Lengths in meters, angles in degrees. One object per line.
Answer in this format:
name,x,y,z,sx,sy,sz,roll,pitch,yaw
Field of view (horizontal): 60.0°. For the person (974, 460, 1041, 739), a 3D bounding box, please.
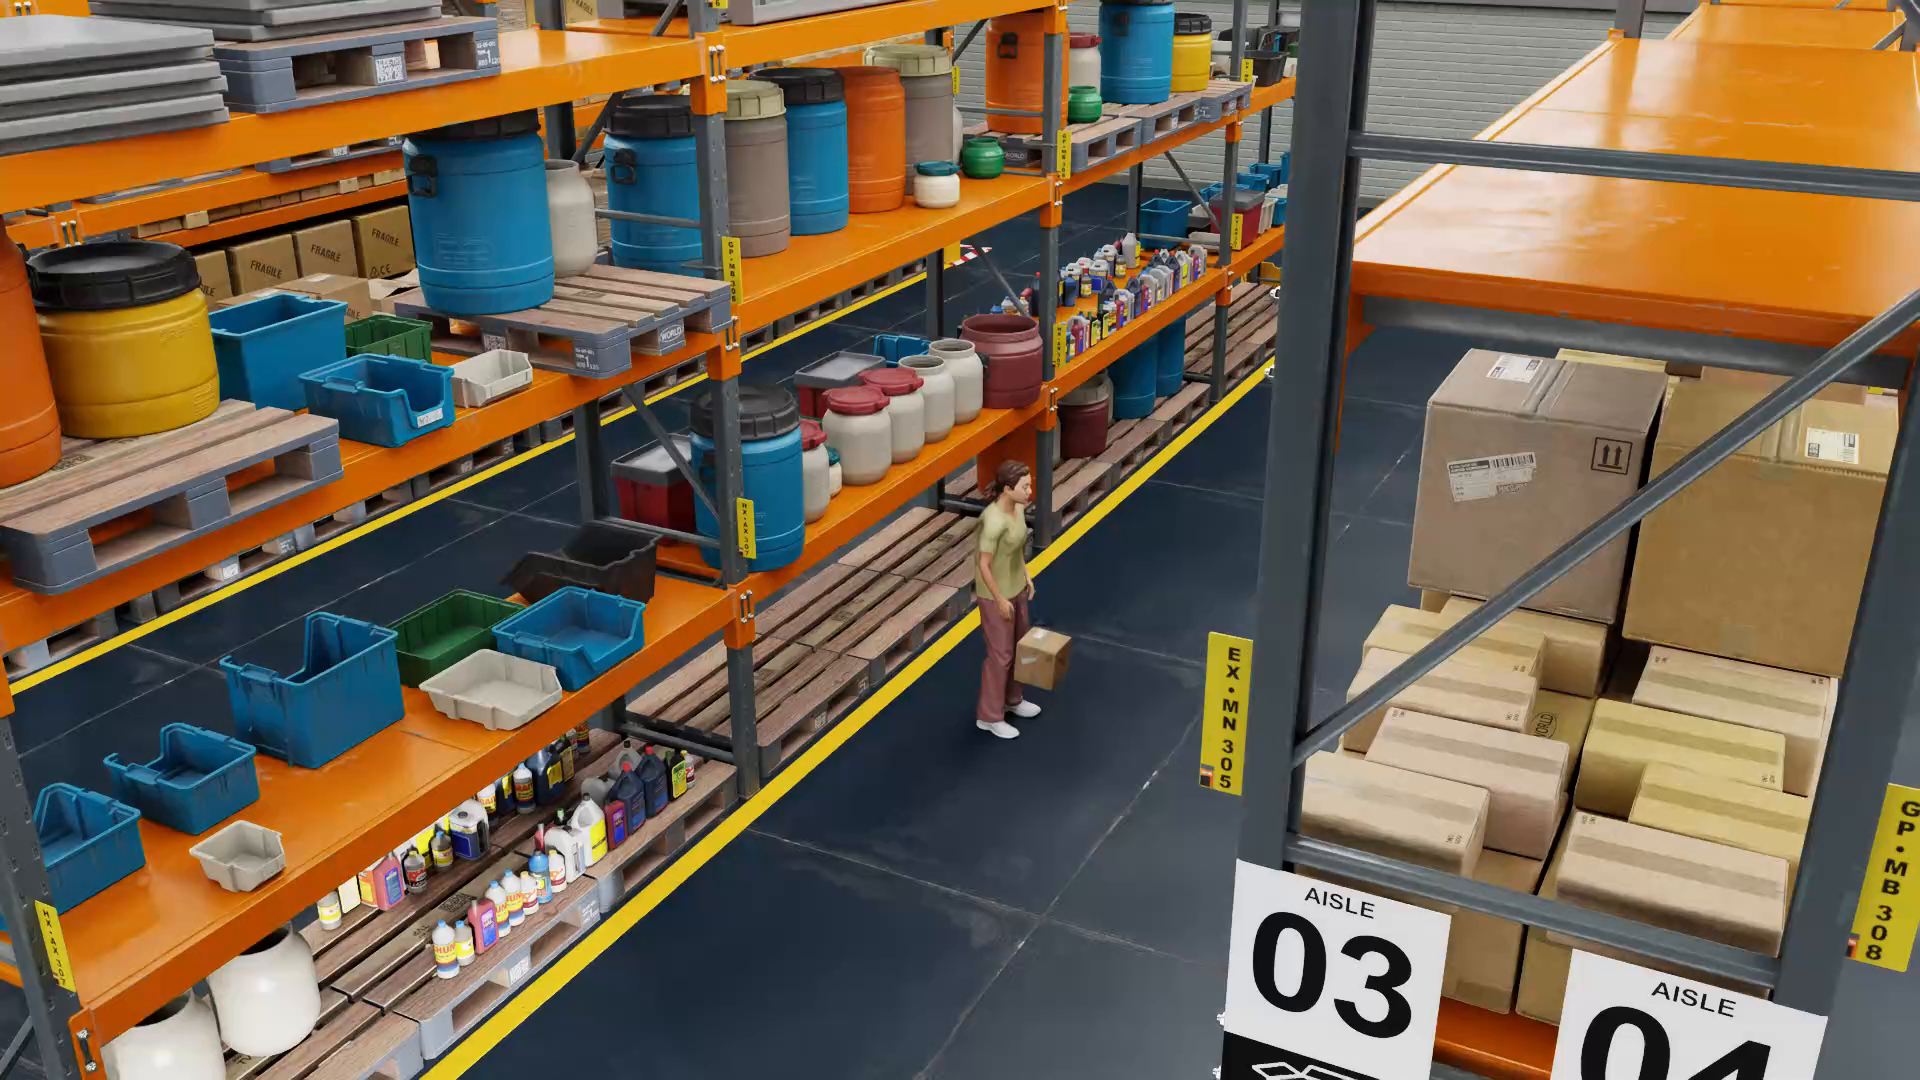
person,0.278,0.319,9.835,0.359,1.675,0.483,10,25,23
